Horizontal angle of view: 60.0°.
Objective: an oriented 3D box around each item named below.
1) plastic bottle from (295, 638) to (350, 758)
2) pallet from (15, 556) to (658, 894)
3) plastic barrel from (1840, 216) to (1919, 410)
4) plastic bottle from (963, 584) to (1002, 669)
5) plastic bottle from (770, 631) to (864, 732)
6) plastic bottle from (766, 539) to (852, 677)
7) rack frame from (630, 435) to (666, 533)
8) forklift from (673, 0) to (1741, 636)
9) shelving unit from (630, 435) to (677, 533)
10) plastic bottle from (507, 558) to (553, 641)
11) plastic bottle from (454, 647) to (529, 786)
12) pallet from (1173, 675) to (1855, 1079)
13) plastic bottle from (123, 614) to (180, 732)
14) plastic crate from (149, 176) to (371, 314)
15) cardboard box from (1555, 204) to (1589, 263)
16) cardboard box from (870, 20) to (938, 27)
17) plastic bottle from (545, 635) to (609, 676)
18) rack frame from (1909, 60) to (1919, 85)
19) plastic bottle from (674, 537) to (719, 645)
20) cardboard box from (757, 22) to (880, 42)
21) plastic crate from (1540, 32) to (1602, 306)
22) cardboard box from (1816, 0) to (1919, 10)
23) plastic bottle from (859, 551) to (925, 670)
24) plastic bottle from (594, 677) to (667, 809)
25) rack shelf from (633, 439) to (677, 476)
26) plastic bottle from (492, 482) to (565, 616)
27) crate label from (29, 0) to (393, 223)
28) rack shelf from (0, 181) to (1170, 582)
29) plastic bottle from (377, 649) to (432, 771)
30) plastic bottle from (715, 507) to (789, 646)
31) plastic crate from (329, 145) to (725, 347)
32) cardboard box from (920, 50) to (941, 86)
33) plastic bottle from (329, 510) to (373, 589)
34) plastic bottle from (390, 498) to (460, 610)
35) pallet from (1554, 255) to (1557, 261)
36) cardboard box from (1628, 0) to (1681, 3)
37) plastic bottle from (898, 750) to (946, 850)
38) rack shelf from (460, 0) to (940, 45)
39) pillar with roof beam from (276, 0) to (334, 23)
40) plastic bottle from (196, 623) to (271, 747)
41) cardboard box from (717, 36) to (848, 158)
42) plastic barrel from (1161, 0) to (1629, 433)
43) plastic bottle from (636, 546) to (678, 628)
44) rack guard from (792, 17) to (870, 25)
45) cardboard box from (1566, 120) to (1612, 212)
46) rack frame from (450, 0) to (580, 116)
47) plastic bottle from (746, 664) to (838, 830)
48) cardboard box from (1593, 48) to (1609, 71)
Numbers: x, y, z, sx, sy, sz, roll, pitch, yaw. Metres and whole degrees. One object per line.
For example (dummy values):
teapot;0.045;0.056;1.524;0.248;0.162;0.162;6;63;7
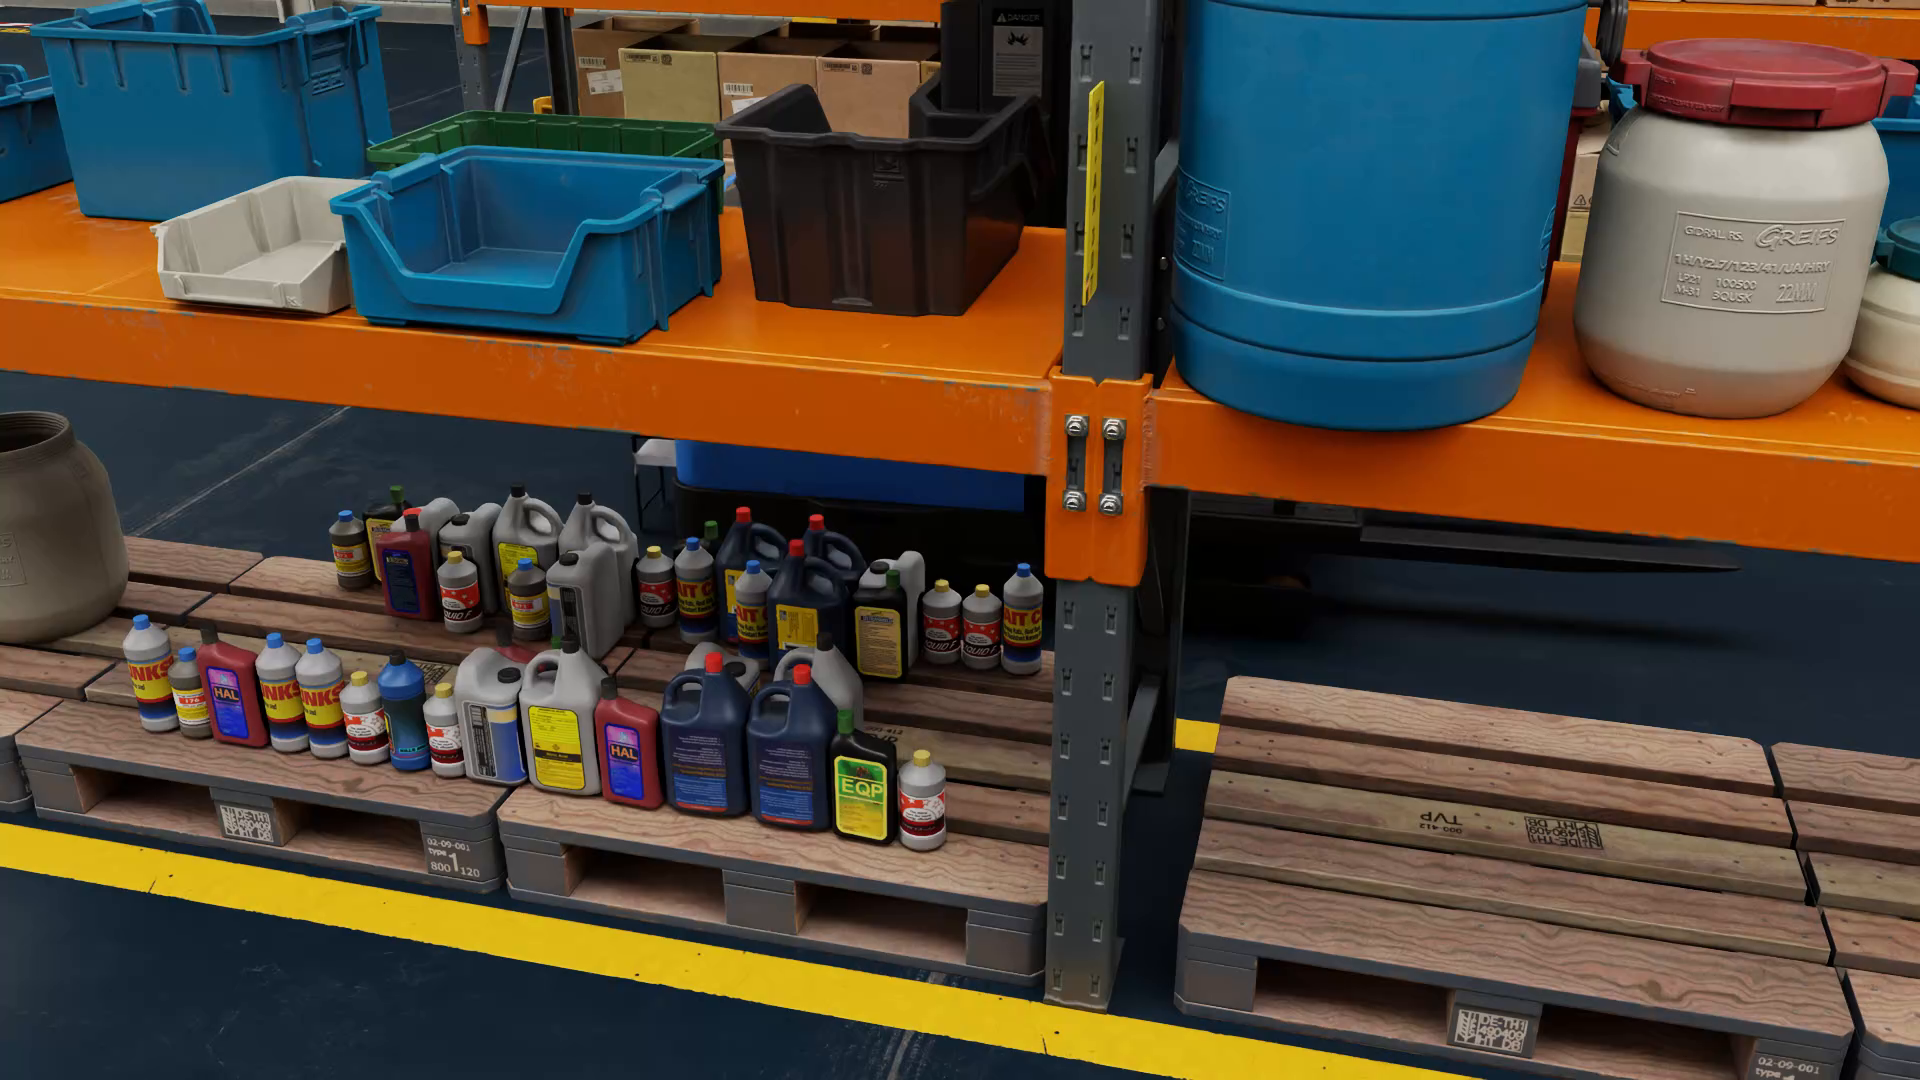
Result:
plastic bottle;-1.415;0.344;3.699;0.097;0.271;0.097;0;25;0
pallet;-1.473;0.408;4.147;1.213;0.211;1.003;6;26;13
plastic barrel;1.596;-0.364;2.685;0.301;0.262;0.301;0;25;0
plastic bottle;0.054;0.206;4.072;0.097;0.201;0.097;0;25;0
plastic bottle;-0.308;0.357;3.581;0.185;0.351;0.144;6;26;13
plastic bottle;-0.362;0.166;3.981;0.185;0.351;0.144;6;26;13
rack frame;-0.998;-0.481;5.213;0.006;0.900;0.240;4;26;9
forklift;0.717;-1.301;4.574;3.031;2.935;1.130;4;26;9
shelving unit;-0.898;-0.473;5.197;0.210;0.900;0.258;4;26;9
plastic bottle;-1.089;0.143;4.203;0.097;0.201;0.097;0;25;0
plastic bottle;-0.999;0.376;3.627;0.135;0.276;0.152;7;26;14
pallet;1.122;0.695;3.544;1.213;0.211;1.003;6;26;13
plastic bottle;-1.844;0.297;3.799;0.097;0.271;0.097;0;25;0
plastic crate;-1.284;-0.581;3.288;0.437;0.136;0.530;6;26;13
cardboard box;2.915;-1.386;7.381;0.500;0.250;0.500;6;26;11
cardboard box;-0.407;-4.058;12.899;0.500;0.311;0.500;3;26;7
plastic bottle;-0.841;0.347;3.681;0.133;0.283;0.061;6;26;13
rack frame;6.693;-4.328;10.851;0.127;3.000;1.000;6;26;13
plastic bottle;-0.661;0.122;4.167;0.097;0.271;0.097;0;25;0
cardboard box;-0.719;-2.374;8.585;0.500;0.500;0.500;6;26;13
plastic crate;0.897;-0.736;3.232;0.583;0.464;0.402;6;26;13
cardboard box;3.834;-2.483;6.860;0.500;0.500;0.500;5;26;10
plastic bottle;-0.167;0.160;4.082;0.135;0.276;0.152;7;26;15
plastic bottle;-0.698;0.426;3.513;0.133;0.283;0.061;8;27;16
rack shelf;-0.898;-0.280;5.288;0.200;0.077;0.258;4;26;9
plastic bottle;-1.101;0.021;4.287;0.185;0.351;0.144;7;26;15
crate label;-1.672;-0.992;3.802;0.616;0.435;0.502;6;26;13
rack shelf;-1.585;-0.521;3.692;4.000;0.370;1.077;6;26;13
plastic bottle;-1.219;0.366;3.654;0.097;0.271;0.097;0;25;0
plastic bottle;-0.509;0.086;4.149;0.185;0.351;0.144;5;26;11
plastic crate;-0.787;-0.570;3.131;0.616;0.251;0.499;6;26;13
cardboard box;0.119;-2.049;7.903;0.500;0.500;0.500;6;26;13
plastic bottle;-1.634;0.019;4.464;0.097;0.201;0.097;0;25;0
plastic bottle;-1.397;0.024;4.368;0.135;0.276;0.152;7;26;13
pallet;2.313;-1.372;7.886;1.213;0.211;1.003;6;26;13
cardboard box;2.839;-2.593;7.091;0.500;0.500;0.500;8;27;17
plastic bottle;-0.077;0.524;3.404;0.097;0.201;0.097;0;25;0
rack shelf;-0.348;-2.583;8.023;4.000;0.370;1.077;6;26;13
pillar with roof beam;-7.044;-7.028;9.544;0.400;9.000;9.100;6;26;13
plastic bottle;-1.629;0.323;3.729;0.133;0.283;0.061;7;26;14
cardboard box;-0.849;-2.158;8.130;0.500;0.500;0.500;6;26;13
plastic barrel;0.651;-0.691;2.628;0.708;0.901;0.600;6;26;13
plastic bottle;-0.778;0.114;4.265;0.097;0.201;0.097;0;25;0
rack guard;-0.981;-4.048;13.170;0.348;0.500;1.175;6;26;13
cardboard box;2.913;-1.636;7.255;0.500;0.311;0.500;5;26;11
rack frame;-2.285;-3.122;8.318;0.127;3.000;1.000;6;26;13
plastic bottle;-0.343;0.417;3.455;0.185;0.351;0.144;6;26;12
cardboard box;4.533;-3.649;11.820;0.500;0.500;0.700;7;26;14
